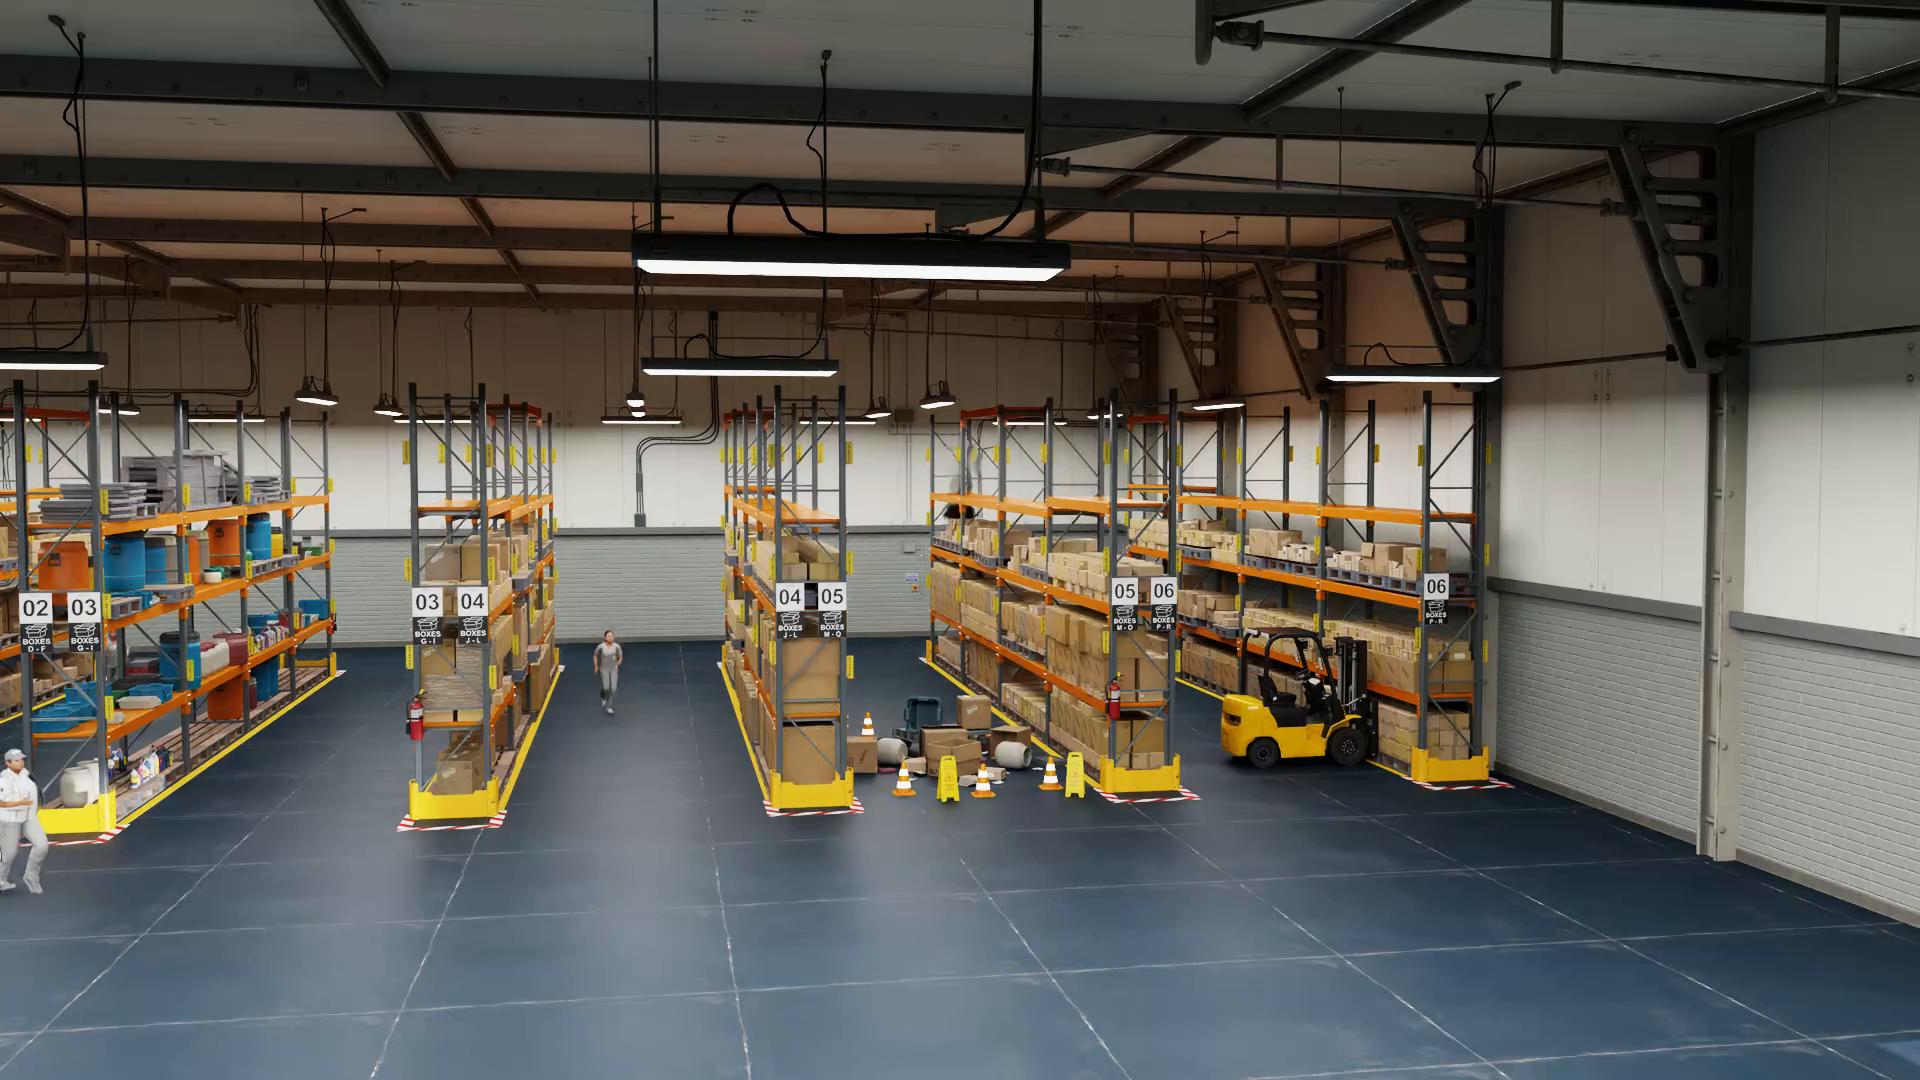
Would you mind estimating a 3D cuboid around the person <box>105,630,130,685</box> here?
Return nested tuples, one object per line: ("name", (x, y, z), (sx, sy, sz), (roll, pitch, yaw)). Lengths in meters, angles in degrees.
("person", (-16.747, 2.526, 32.935), (0.537, 1.560, 0.881), (-1, 3, -24))

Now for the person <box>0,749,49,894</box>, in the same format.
("person", (-10.733, 3.226, 18.936), (0.722, 1.711, 0.580), (1, 3, 23))

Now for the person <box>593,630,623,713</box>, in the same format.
("person", (-6.822, 2.557, 32.296), (0.551, 1.622, 0.591), (-1, 3, -19))
